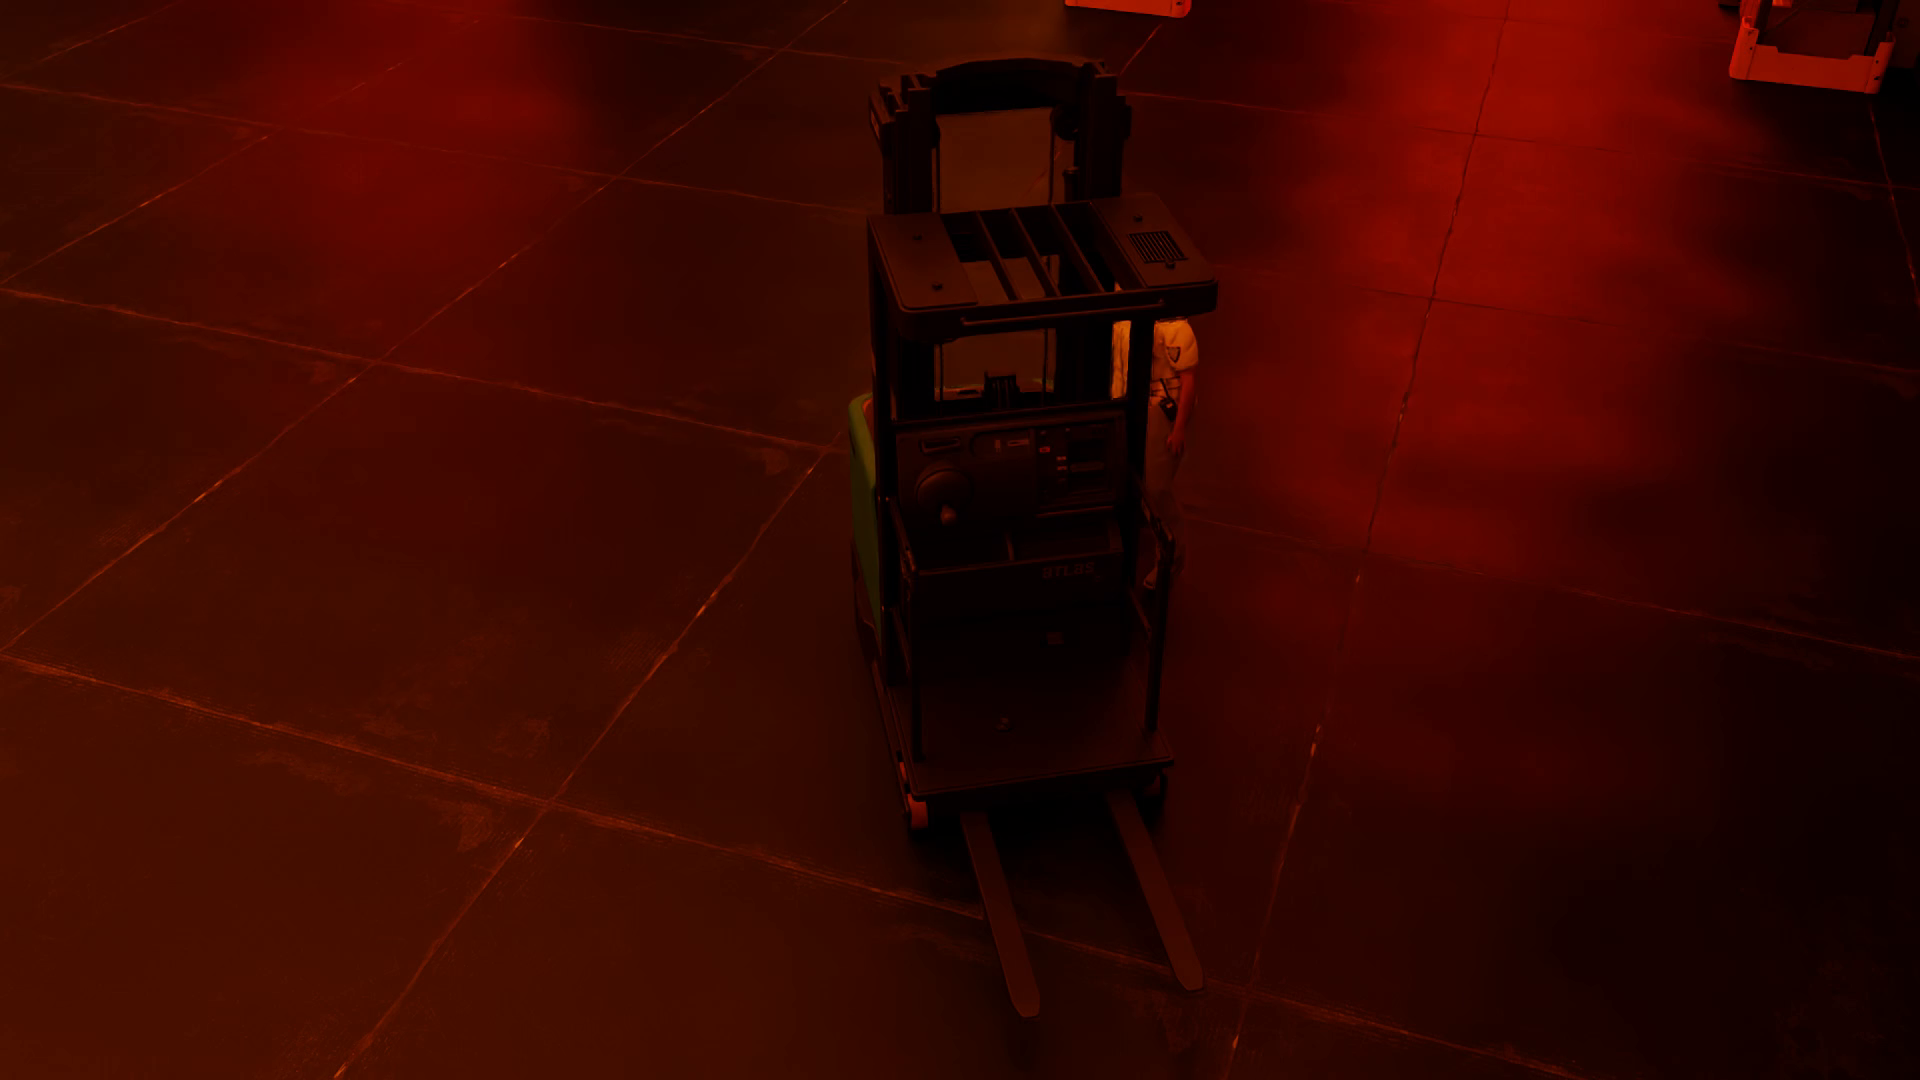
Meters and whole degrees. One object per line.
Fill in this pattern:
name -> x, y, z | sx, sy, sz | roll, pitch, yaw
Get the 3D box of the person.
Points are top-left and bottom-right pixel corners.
person -> 0.919, -0.641, 8.073 | 0.457, 1.638, 0.778 | -16, 38, -21

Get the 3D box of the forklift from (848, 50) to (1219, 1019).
forklift -> 0.254, -0.219, 6.420 | 1.130, 2.935, 3.031 | -7, 36, -9
